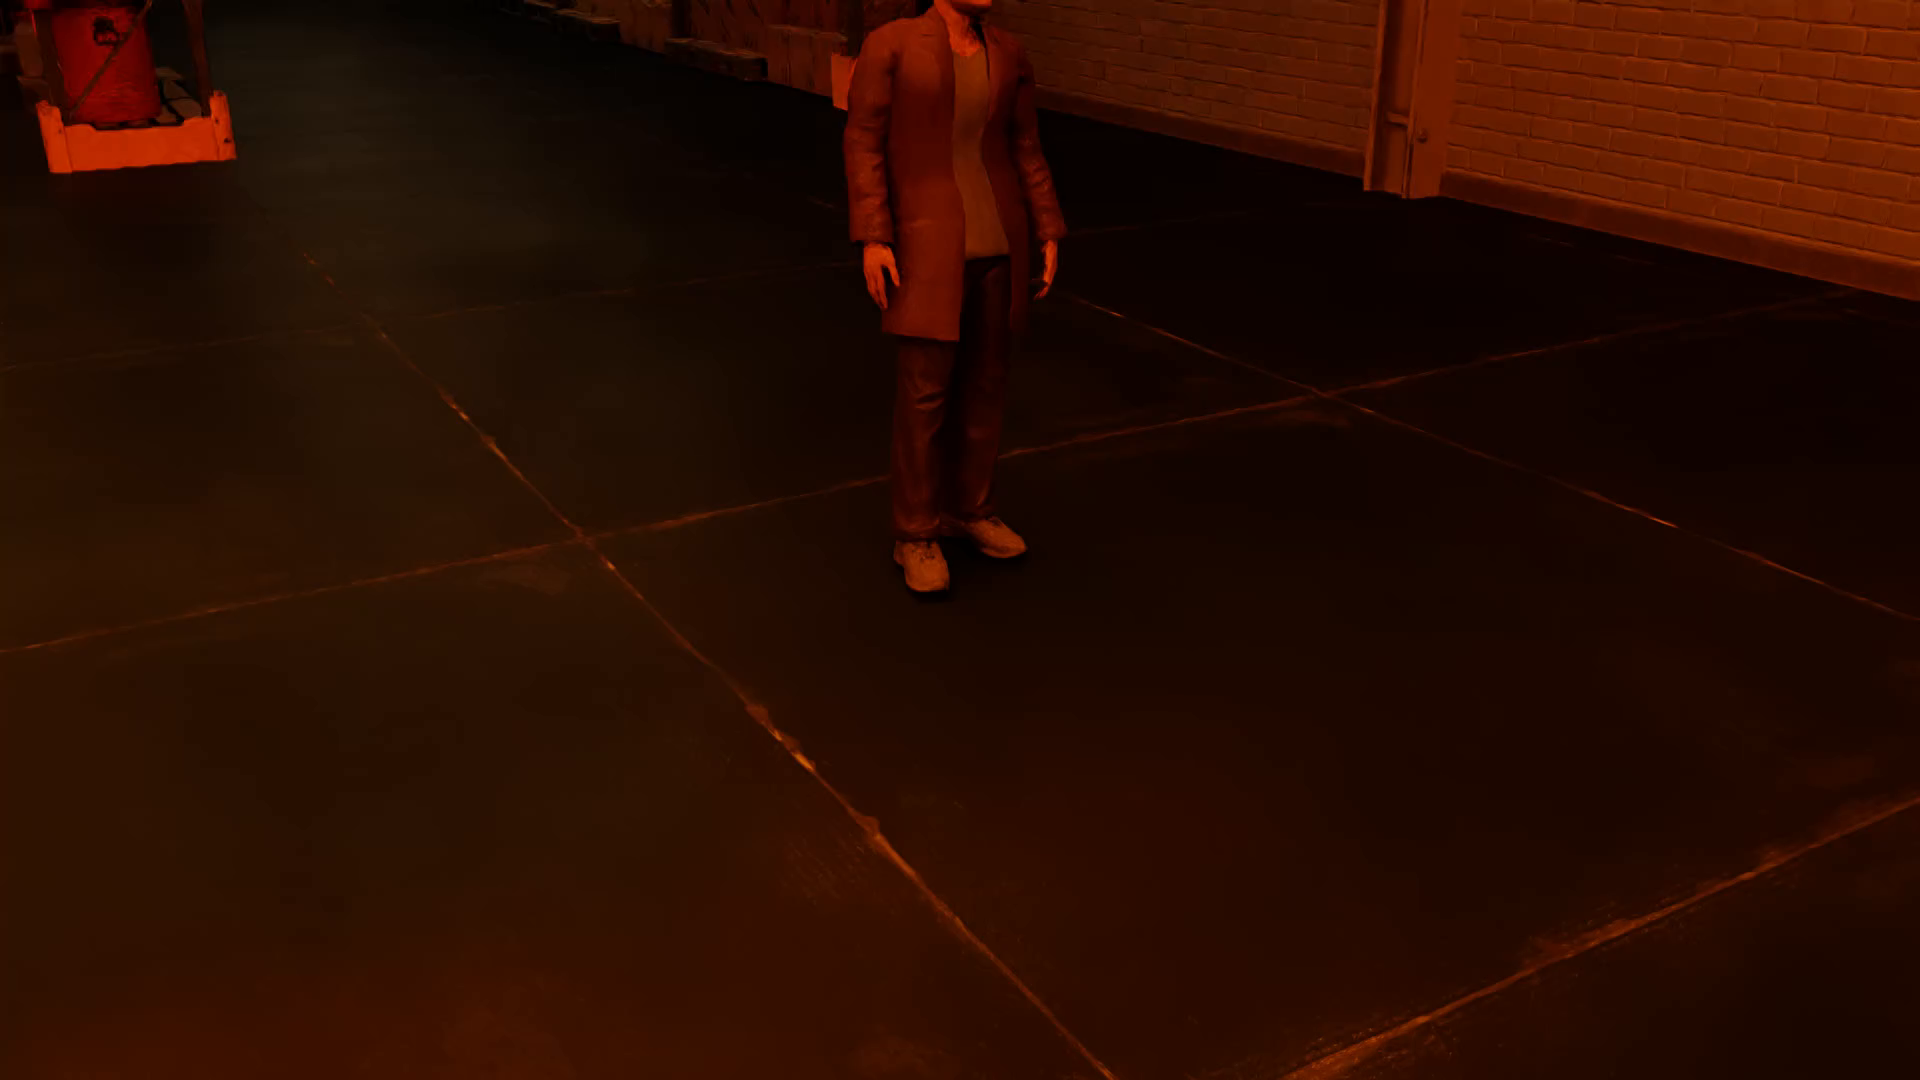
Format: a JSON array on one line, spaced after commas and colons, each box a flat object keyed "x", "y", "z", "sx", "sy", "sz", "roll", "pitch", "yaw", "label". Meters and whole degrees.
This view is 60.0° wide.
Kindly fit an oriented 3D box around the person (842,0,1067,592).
[{"x": 0.042, "y": -0.798, "z": 4.719, "sx": 0.694, "sy": 1.776, "sz": 0.580, "roll": -12, "pitch": 25, "yaw": -28, "label": "person"}]
